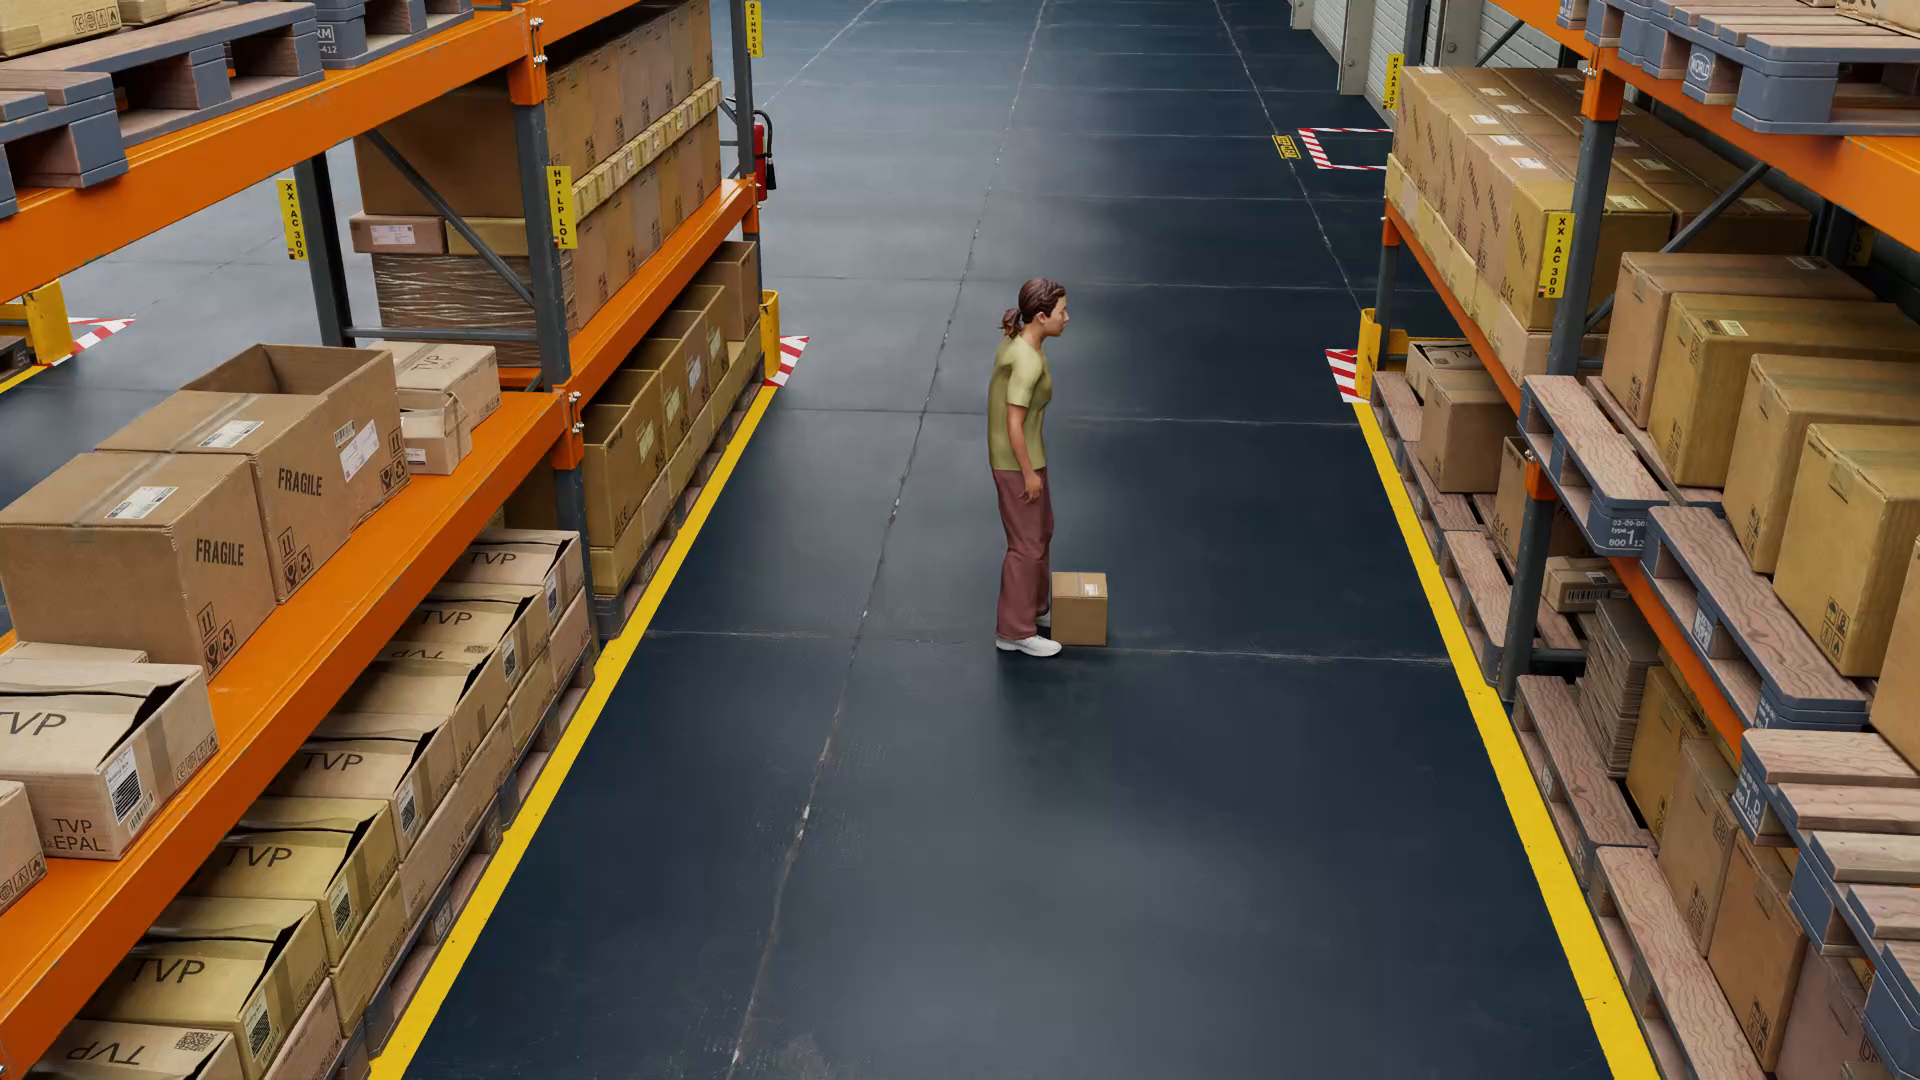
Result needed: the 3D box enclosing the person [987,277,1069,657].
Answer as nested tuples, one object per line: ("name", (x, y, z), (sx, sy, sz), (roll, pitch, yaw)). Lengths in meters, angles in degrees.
("person", (0.324, -0.337, 7.342), (0.407, 1.673, 0.515), (1, 25, 2))
